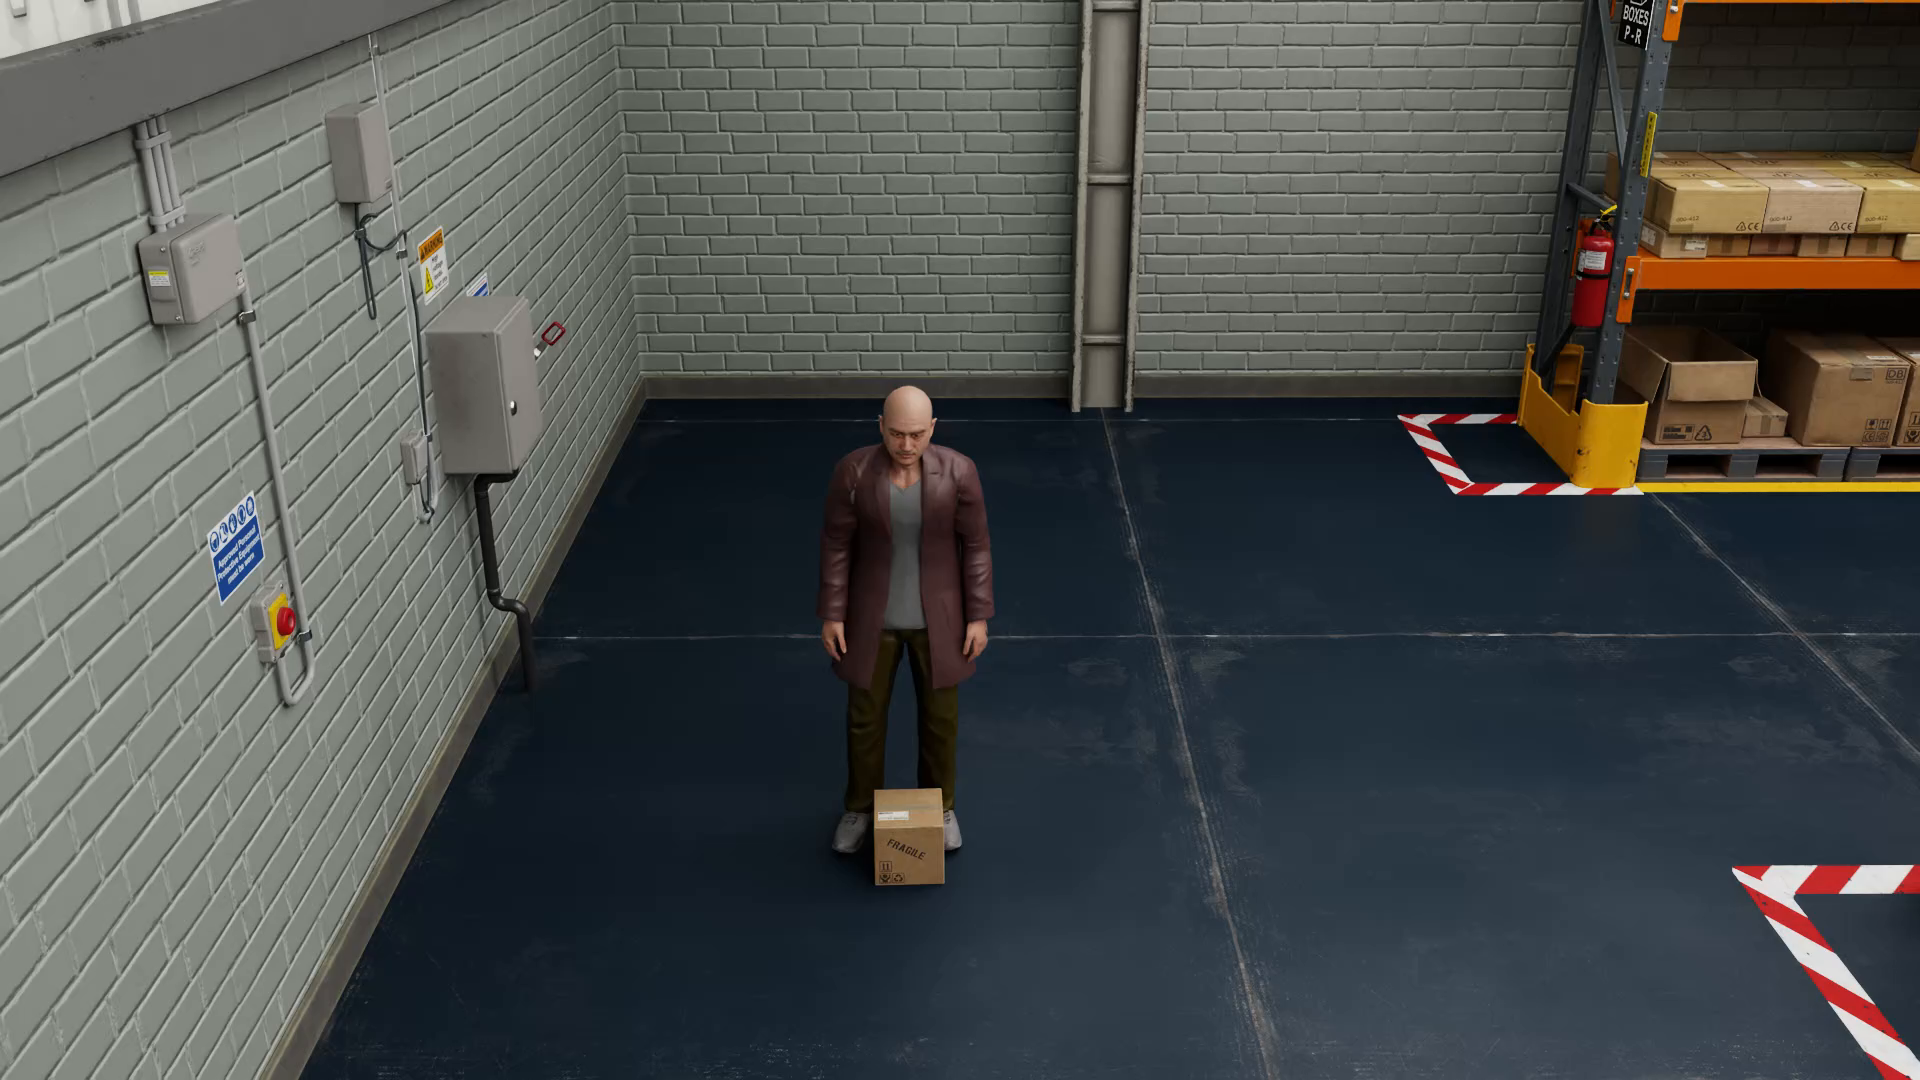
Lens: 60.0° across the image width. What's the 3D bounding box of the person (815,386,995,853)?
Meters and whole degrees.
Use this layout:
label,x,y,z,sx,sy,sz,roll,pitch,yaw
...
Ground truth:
label,x,y,z,sx,sy,sz,roll,pitch,yaw
person,-0.196,0.283,5.977,0.643,1.774,0.423,0,24,0
